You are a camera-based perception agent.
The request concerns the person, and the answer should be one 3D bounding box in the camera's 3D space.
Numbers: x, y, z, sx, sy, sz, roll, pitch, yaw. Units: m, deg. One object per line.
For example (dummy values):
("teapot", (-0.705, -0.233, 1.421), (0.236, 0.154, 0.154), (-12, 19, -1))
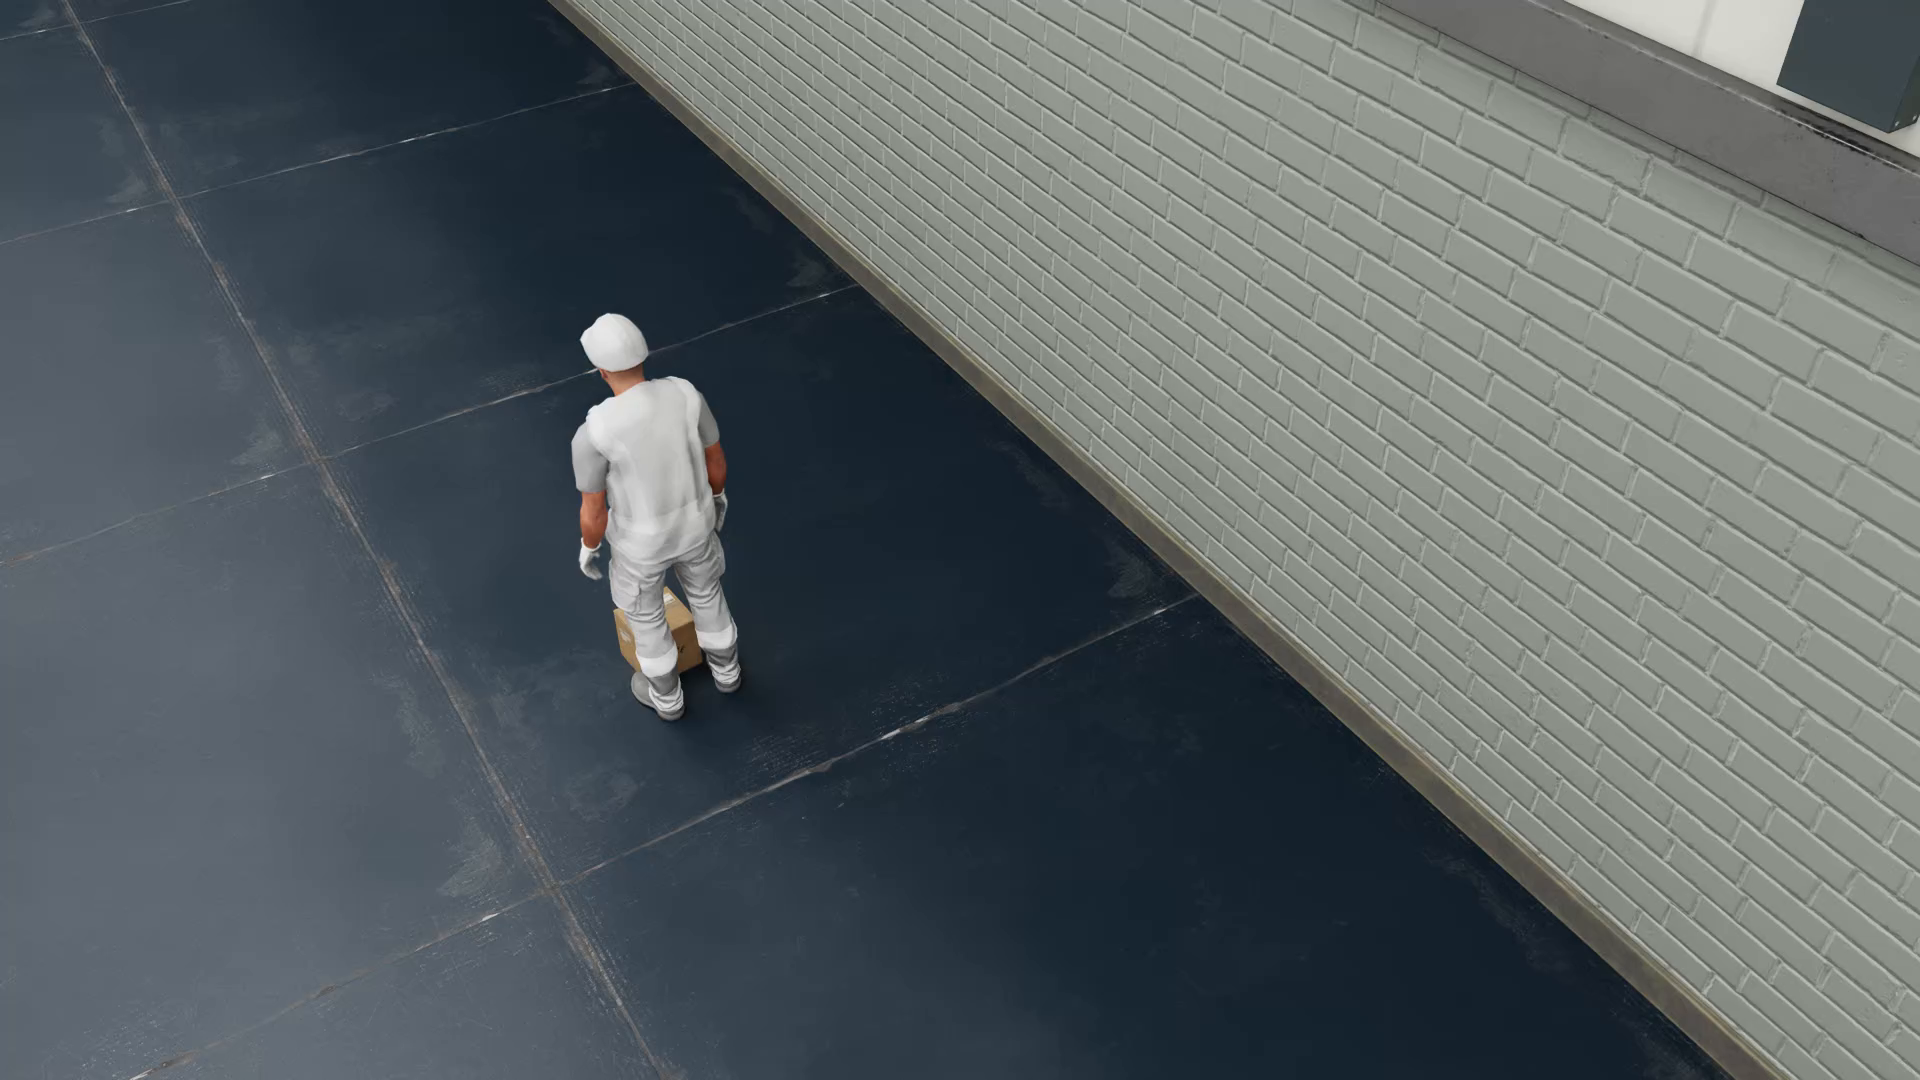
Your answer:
("person", (-1.134, -0.054, 6.208), (0.623, 1.780, 0.446), (-24, 46, -26))
